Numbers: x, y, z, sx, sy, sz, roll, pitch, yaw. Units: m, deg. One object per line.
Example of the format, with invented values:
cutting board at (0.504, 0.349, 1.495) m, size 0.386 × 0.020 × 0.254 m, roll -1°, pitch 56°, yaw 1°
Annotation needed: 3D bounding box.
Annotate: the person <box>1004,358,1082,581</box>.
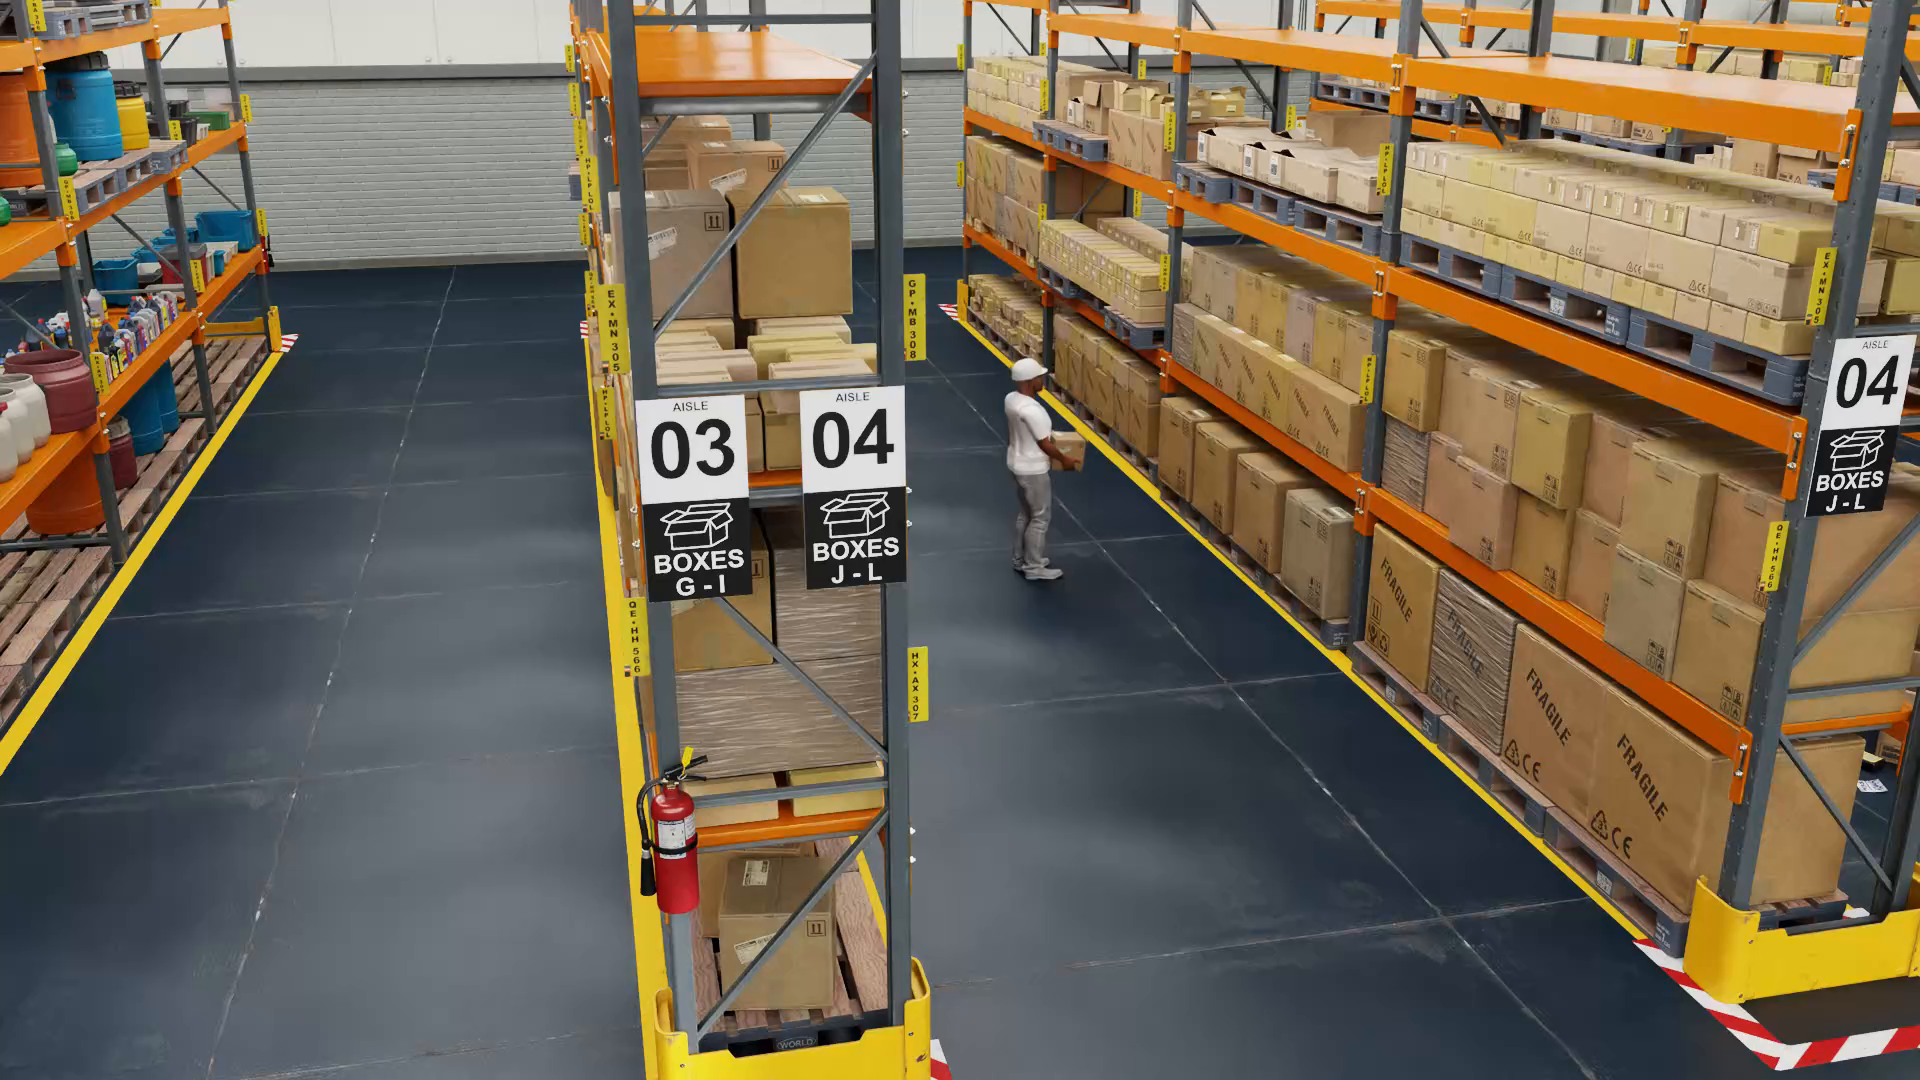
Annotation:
person at (0.648, -0.572, 13.148) m, size 0.567 × 1.769 × 0.528 m, roll -5°, pitch 20°, yaw -13°
